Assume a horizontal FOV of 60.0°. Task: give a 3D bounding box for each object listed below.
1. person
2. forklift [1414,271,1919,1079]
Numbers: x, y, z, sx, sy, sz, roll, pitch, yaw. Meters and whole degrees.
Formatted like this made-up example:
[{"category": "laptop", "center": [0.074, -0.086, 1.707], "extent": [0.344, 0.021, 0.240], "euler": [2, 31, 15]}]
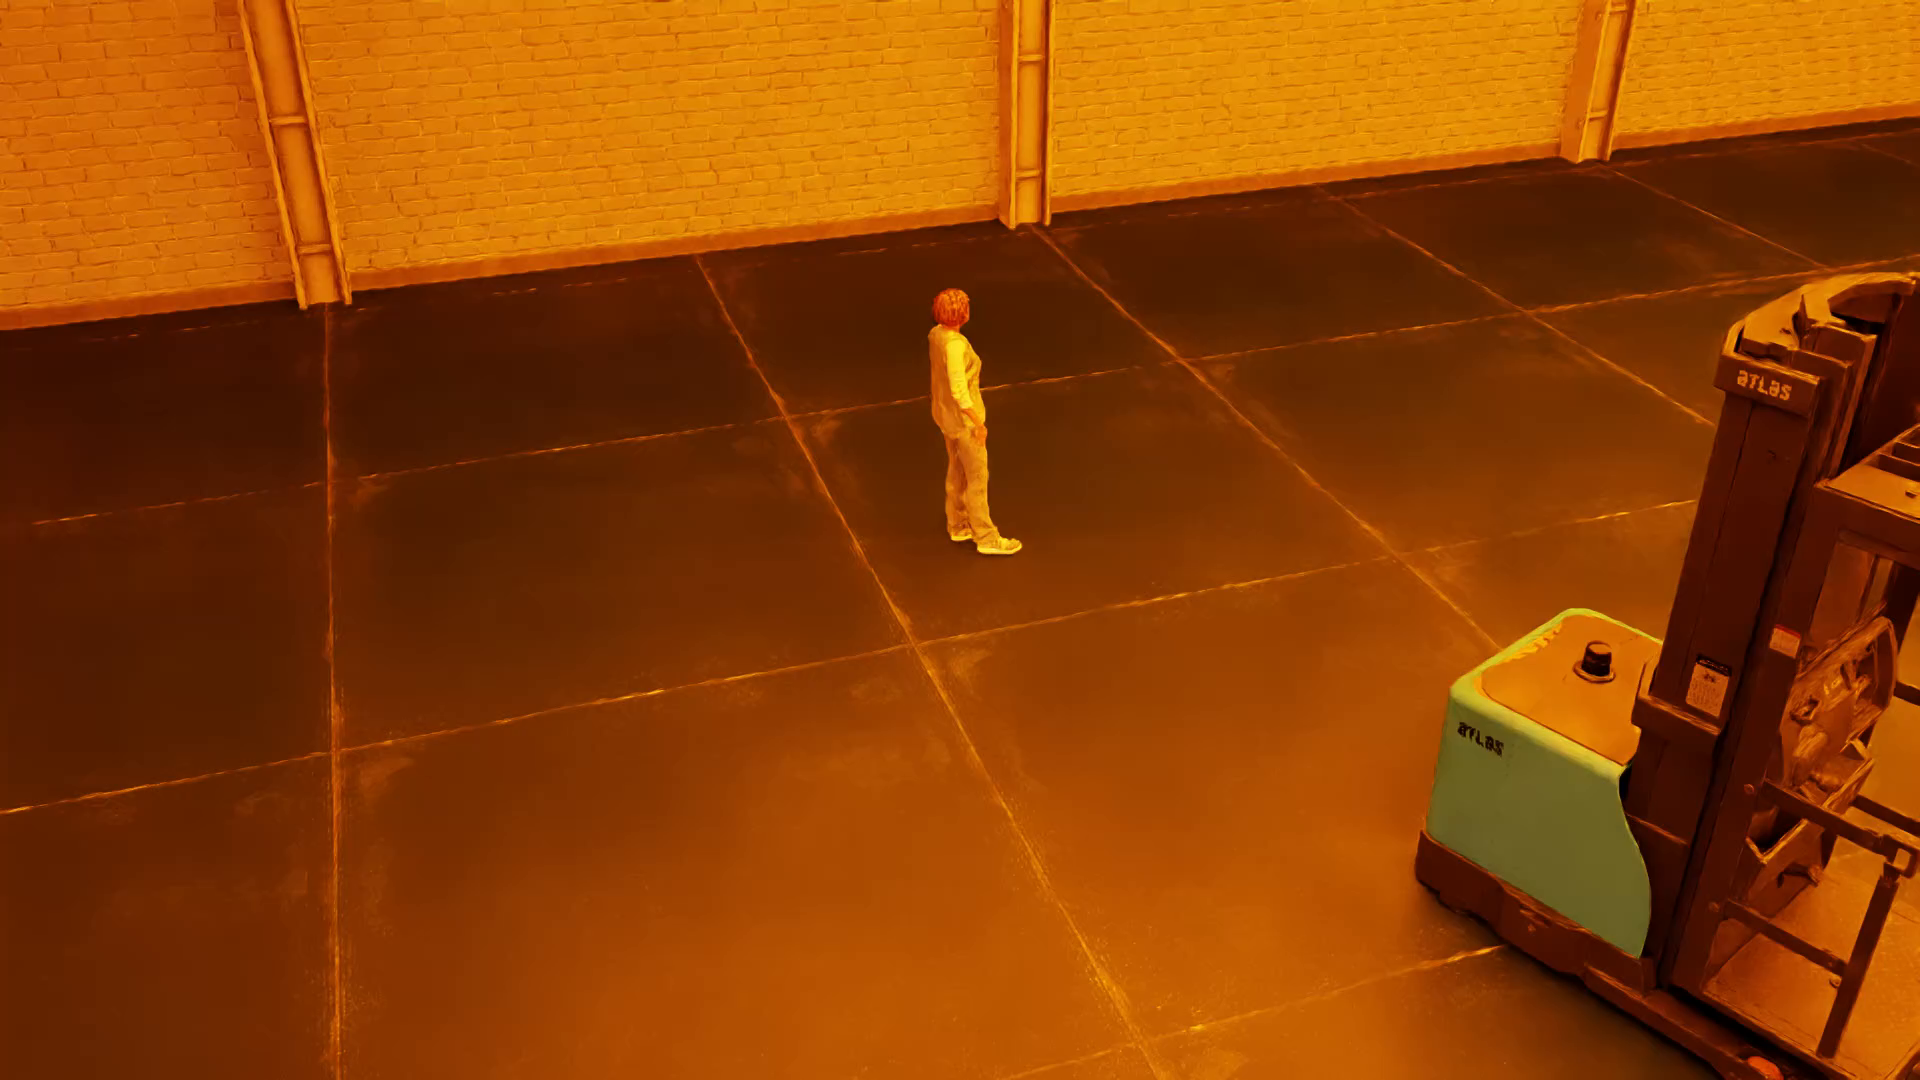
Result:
[{"category": "person", "center": [0.075, -0.703, 9.633], "extent": [0.474, 1.597, 0.521], "euler": [-10, 31, -16]}, {"category": "forklift", "center": [3.352, 0.650, 5.958], "extent": [1.130, 2.935, 3.031], "euler": [-23, 37, -35]}]
